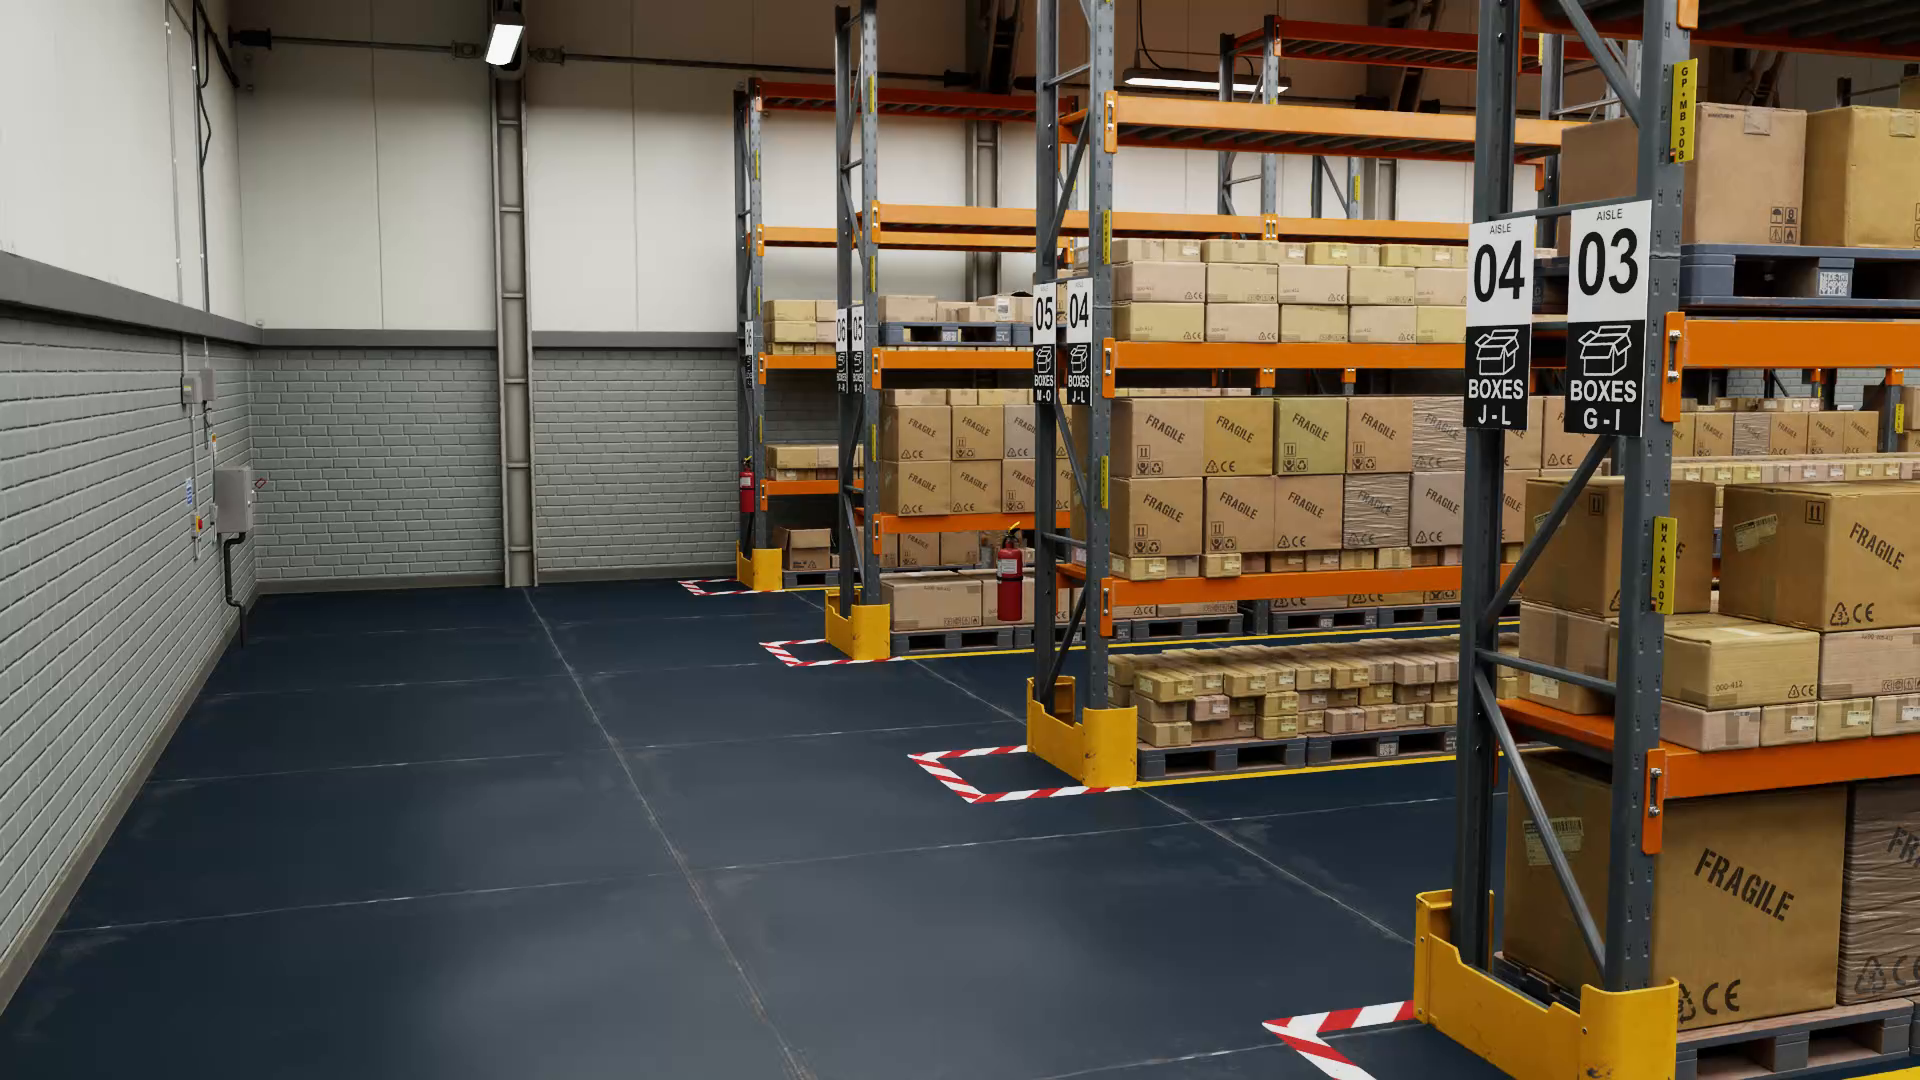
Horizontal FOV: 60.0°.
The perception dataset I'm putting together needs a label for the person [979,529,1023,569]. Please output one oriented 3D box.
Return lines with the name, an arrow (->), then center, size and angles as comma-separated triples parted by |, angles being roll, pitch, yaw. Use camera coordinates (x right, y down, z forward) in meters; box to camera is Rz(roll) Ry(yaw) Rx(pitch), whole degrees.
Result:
person -> 0.443, -0.058, 18.201 | 0.551, 1.664, 0.467 | -2, 6, -22
